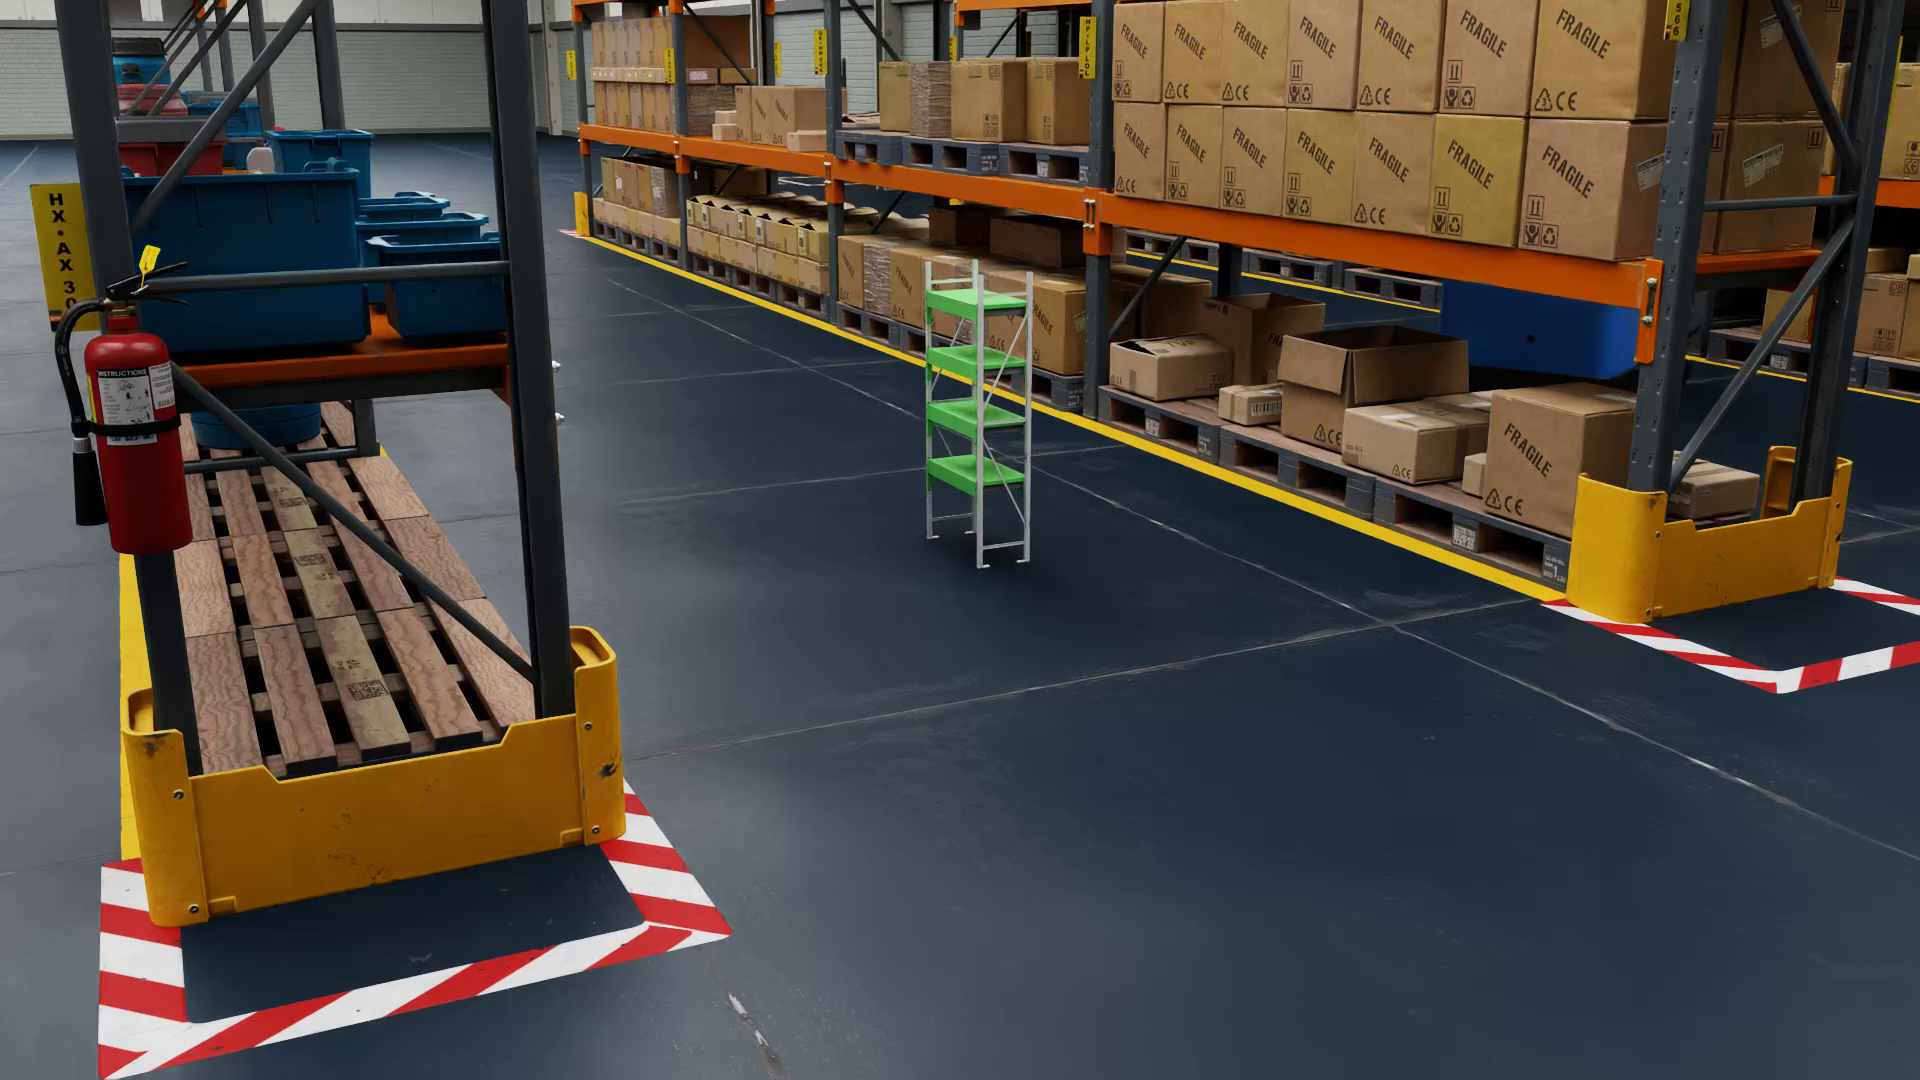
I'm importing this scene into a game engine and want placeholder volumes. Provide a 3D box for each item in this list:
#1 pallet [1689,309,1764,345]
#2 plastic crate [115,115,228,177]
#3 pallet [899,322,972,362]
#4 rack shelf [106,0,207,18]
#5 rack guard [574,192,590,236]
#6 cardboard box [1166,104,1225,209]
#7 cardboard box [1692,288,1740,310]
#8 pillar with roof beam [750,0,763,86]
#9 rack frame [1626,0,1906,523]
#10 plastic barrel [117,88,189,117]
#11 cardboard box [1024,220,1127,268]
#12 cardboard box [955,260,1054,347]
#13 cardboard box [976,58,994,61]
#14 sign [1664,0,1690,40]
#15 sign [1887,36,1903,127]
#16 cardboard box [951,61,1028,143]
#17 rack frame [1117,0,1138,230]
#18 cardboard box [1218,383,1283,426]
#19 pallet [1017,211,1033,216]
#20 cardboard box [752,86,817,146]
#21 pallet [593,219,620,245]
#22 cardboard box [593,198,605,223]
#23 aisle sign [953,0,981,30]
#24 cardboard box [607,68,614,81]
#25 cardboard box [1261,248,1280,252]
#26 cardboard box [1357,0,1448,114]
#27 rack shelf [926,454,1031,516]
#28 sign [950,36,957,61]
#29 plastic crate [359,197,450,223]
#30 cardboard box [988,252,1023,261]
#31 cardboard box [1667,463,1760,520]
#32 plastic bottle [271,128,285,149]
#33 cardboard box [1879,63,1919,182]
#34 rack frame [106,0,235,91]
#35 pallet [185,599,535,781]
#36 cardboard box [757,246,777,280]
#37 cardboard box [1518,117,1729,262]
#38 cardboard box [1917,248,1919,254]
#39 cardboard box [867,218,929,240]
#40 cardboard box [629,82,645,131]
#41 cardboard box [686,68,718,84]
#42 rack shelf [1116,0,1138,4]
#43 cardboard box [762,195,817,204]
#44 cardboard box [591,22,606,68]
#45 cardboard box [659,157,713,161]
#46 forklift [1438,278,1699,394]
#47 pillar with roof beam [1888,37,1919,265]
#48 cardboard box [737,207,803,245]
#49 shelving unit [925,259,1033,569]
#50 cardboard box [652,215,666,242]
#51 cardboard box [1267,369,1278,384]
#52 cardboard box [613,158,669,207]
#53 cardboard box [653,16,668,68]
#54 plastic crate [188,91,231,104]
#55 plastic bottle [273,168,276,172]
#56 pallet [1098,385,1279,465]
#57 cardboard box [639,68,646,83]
[{"bbox_3d":[5.242,-1.651,12.621,1.003,0.211,1.213,-8,18,-25],"label":"pallet"},{"bbox_3d":[-3.092,-1.420,6.536,0.402,0.464,0.583,-8,18,-25],"label":"plastic crate"},{"bbox_3d":[0.268,-1.369,11.640,1.003,0.211,1.213,-8,18,-25],"label":"pallet"},{"bbox_3d":[-7.638,-5.188,15.756,1.077,0.370,4.000,-8,18,-25],"label":"rack shelf"},{"bbox_3d":[-4.071,-3.990,20.247,1.175,0.500,0.348,-8,18,-25],"label":"rack guard"},{"bbox_3d":[1.402,-1.972,8.503,0.500,0.500,0.500,-7,18,-24],"label":"cardboard box"},{"bbox_3d":[5.247,-2.123,12.347,0.750,0.750,0.750,-7,18,-24],"label":"cardboard box"},{"bbox_3d":[-7.652,-11.055,29.458,9.100,9.000,0.400,-8,18,-25],"label":"pillar with roof beam"},{"bbox_3d":[2.949,-1.218,6.056,1.000,3.000,0.127,-8,18,-25],"label":"rack frame"},{"bbox_3d":[-5.485,-2.748,11.141,0.600,0.536,0.708,-8,18,-25],"label":"plastic barrel"},{"bbox_3d":[0.766,-1.977,11.078,0.500,0.250,0.500,-8,18,-25],"label":"cardboard box"},{"bbox_3d":[0.295,-1.555,10.967,0.500,0.500,0.500,-7,18,-24],"label":"cardboard box"},{"bbox_3d":[0.538,-5.804,20.915,0.500,0.500,0.500,-8,18,-25],"label":"cardboard box"},{"bbox_3d":[2.442,-1.864,5.637,0.100,0.325,0.005,-8,18,-25],"label":"sign"},{"bbox_3d":[3.437,-1.700,6.166,0.100,0.325,0.005,-8,18,-25],"label":"sign"},{"bbox_3d":[0.367,-2.890,10.941,0.700,0.500,0.500,-13,21,-39],"label":"cardboard box"},{"bbox_3d":[2.144,-4.793,18.514,1.000,3.000,0.127,-8,18,-25],"label":"rack frame"},{"bbox_3d":[1.574,-0.716,8.646,0.380,0.166,0.250,-8,18,-25],"label":"cardboard box"},{"bbox_3d":[1.279,-3.918,20.520,1.003,0.211,1.213,-8,18,-25],"label":"pallet"},{"bbox_3d":[-1.536,-3.794,14.853,0.500,0.500,0.500,-8,18,-25],"label":"cardboard box"},{"bbox_3d":[-3.688,-3.660,19.623,1.003,0.211,1.213,-8,18,-25],"label":"pallet"},{"bbox_3d":[-4.025,-3.905,19.646,0.500,0.250,0.500,-8,18,-25],"label":"cardboard box"},{"bbox_3d":[0.090,-7.016,21.548,0.394,0.787,0.004,-8,18,-25],"label":"aisle sign"},{"bbox_3d":[-3.747,-5.232,18.686,0.380,0.149,0.250,-8,18,-26],"label":"cardboard box"},{"bbox_3d":[3.412,-3.125,16.436,0.700,0.500,0.500,-8,18,-25],"label":"cardboard box"},{"bbox_3d":[2.054,-2.077,7.056,0.500,0.500,0.500,-7,17,-23],"label":"cardboard box"},{"bbox_3d":[0.073,-0.244,7.026,0.258,0.148,0.480,-8,18,-25],"label":"rack shelf"},{"bbox_3d":[-0.072,-3.788,13.057,0.100,0.325,0.005,-8,18,-25],"label":"sign"},{"bbox_3d":[-1.894,-0.996,5.478,0.416,0.233,0.300,-8,18,-25],"label":"plastic crate"},{"bbox_3d":[0.527,-1.750,11.646,0.500,0.500,0.500,-8,18,-27],"label":"cardboard box"},{"bbox_3d":[3.075,-0.204,6.895,0.380,0.149,0.250,-8,18,-25],"label":"cardboard box"},{"bbox_3d":[-3.777,-2.125,9.306,0.144,0.351,0.185,-8,18,-25],"label":"plastic bottle"},{"bbox_3d":[6.186,-2.635,10.452,0.980,0.700,0.700,-8,18,-26],"label":"cardboard box"},{"bbox_3d":[-6.762,-3.596,14.342,1.000,3.000,0.127,-8,18,-25],"label":"rack frame"},{"bbox_3d":[-1.832,0.511,5.087,1.003,0.211,1.213,-8,18,-25],"label":"pallet"},{"bbox_3d":[-1.452,-2.435,14.522,0.500,0.250,0.500,-7,18,-24],"label":"cardboard box"},{"bbox_3d":[2.508,-1.344,6.315,0.500,0.500,0.500,-7,17,-23],"label":"cardboard box"},{"bbox_3d":[6.347,-1.788,10.637,0.380,0.149,0.250,-8,18,-27],"label":"cardboard box"},{"bbox_3d":[-0.521,-2.517,13.789,0.500,0.311,0.500,-7,17,-23],"label":"cardboard box"},{"bbox_3d":[-3.187,-4.732,18.122,0.700,0.500,0.500,-7,17,-23],"label":"cardboard box"},{"bbox_3d":[-2.620,-4.595,16.467,0.380,0.149,0.250,-8,18,-25],"label":"cardboard box"},{"bbox_3d":[3.020,-5.393,16.472,1.077,0.370,4.000,-8,18,-25],"label":"rack shelf"},{"bbox_3d":[-1.639,-3.149,15.993,0.500,0.311,0.500,-7,17,-23],"label":"cardboard box"},{"bbox_3d":[-3.844,-5.726,19.234,0.700,0.500,0.500,-8,18,-25],"label":"cardboard box"},{"bbox_3d":[-3.106,-4.083,18.903,0.500,0.500,0.500,-8,18,-25],"label":"cardboard box"},{"bbox_3d":[4.054,-2.419,10.368,1.130,2.935,3.031,11,19,34],"label":"forklift"},{"bbox_3d":[2.863,-5.104,8.721,9.100,9.000,0.400,-8,18,-25],"label":"pillar with roof beam"},{"bbox_3d":[-1.676,-2.829,14.879,0.500,0.311,0.500,-7,17,-23],"label":"cardboard box"},{"bbox_3d":[0.073,-0.536,6.942,0.258,1.200,0.503,-8,18,-25],"label":"shelving unit"},{"bbox_3d":[-2.918,-3.287,17.491,0.500,0.250,0.500,-8,18,-25],"label":"cardboard box"},{"bbox_3d":[1.920,-0.858,9.174,0.380,0.149,0.250,-8,18,-25],"label":"cardboard box"},{"bbox_3d":[-3.574,-4.020,18.684,0.500,0.500,0.500,-8,18,-25],"label":"cardboard box"},{"bbox_3d":[-2.730,-5.099,17.049,0.700,0.500,0.500,-8,18,-25],"label":"cardboard box"},{"bbox_3d":[-6.275,-3.543,14.044,0.402,0.464,0.583,-8,18,-25],"label":"plastic crate"},{"bbox_3d":[-3.382,-1.748,8.265,0.097,0.201,0.097,0,16,0],"label":"plastic bottle"},{"bbox_3d":[1.497,-0.699,9.303,1.003,0.211,1.213,-8,18,-25],"label":"pallet"},{"bbox_3d":[-3.174,-4.910,17.564,0.380,0.149,0.250,-7,17,-23],"label":"cardboard box"}]
